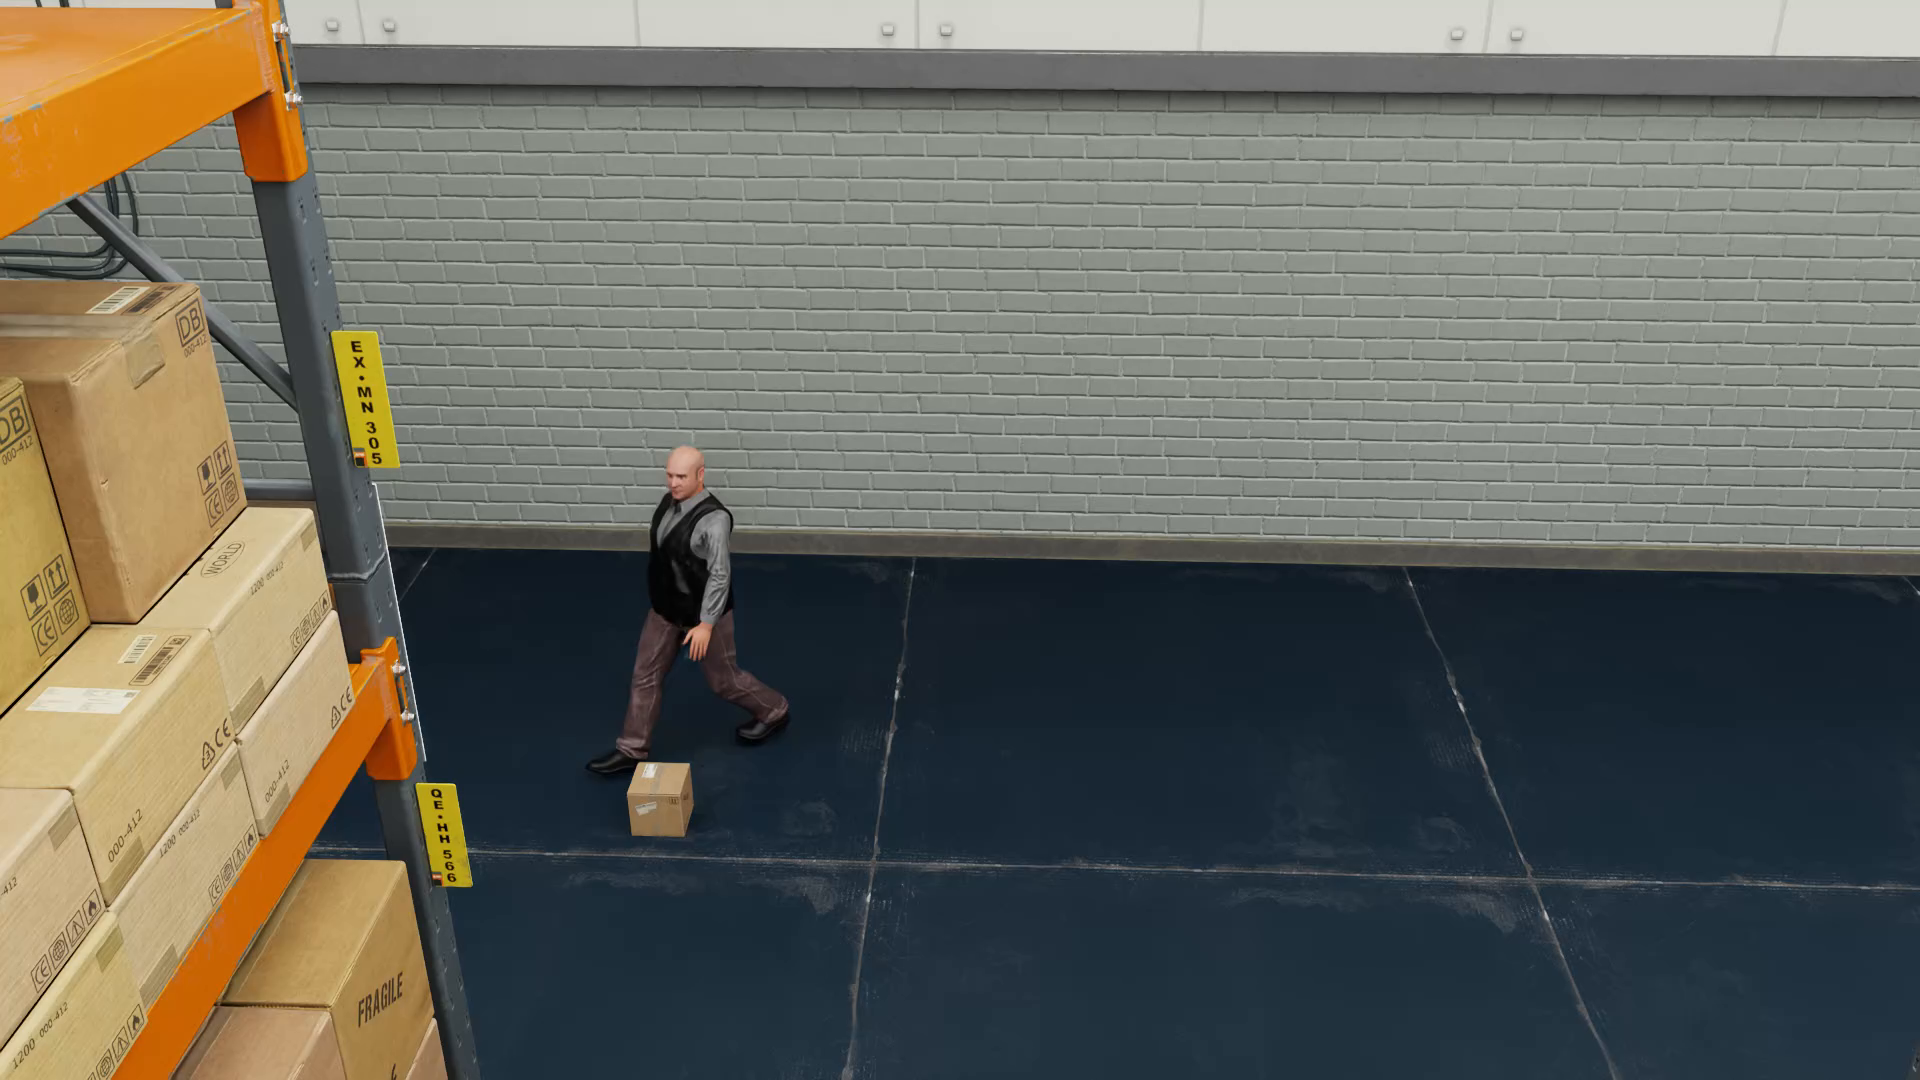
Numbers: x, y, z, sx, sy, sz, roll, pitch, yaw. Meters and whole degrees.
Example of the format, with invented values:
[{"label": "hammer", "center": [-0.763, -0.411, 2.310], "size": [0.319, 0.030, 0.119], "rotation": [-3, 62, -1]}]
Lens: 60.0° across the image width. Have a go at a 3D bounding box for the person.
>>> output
[{"label": "person", "center": [-1.354, 0.358, 8.021], "size": [1.038, 1.667, 0.563], "rotation": [-25, 37, -39]}]
